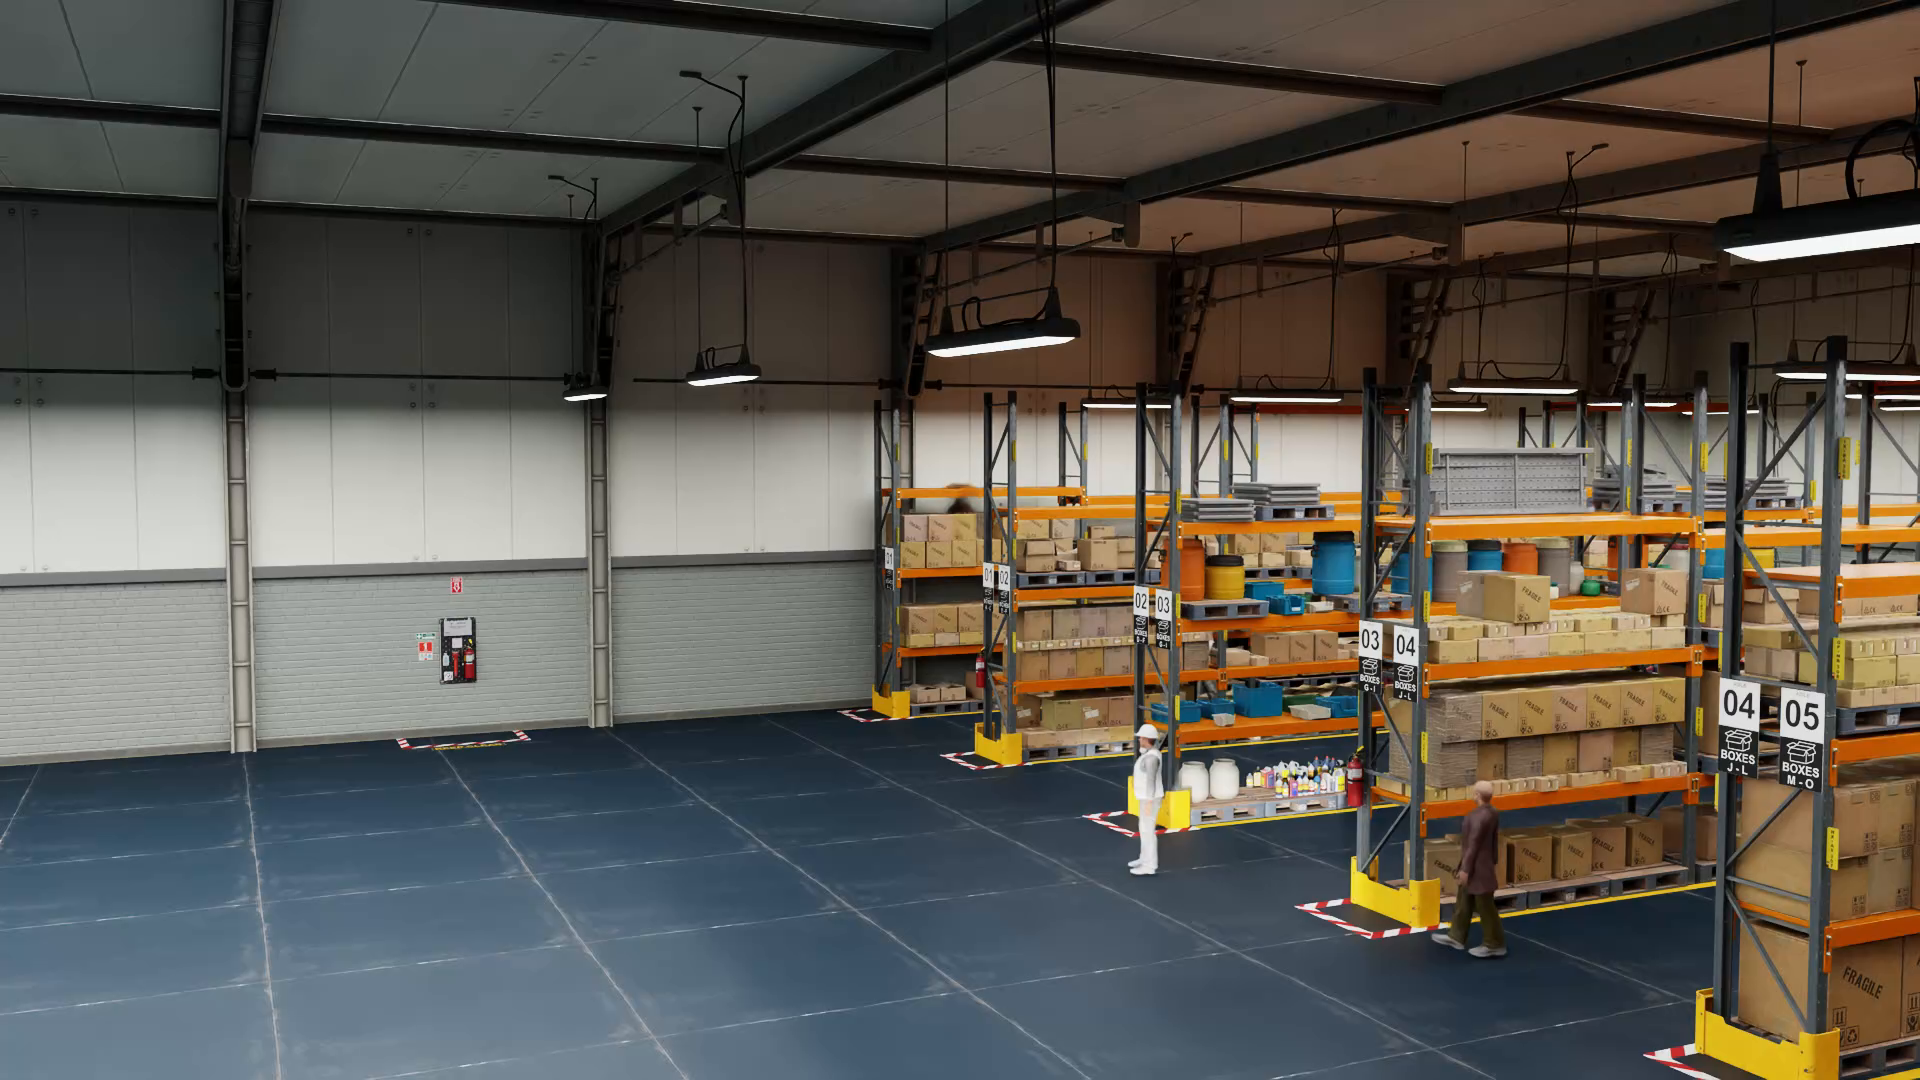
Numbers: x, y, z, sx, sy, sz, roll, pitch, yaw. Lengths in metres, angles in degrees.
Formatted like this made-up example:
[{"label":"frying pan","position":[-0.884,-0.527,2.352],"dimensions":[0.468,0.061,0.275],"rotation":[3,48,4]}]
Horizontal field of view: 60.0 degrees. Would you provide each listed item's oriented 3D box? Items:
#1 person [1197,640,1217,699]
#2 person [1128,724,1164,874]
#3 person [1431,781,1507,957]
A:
[{"label":"person","position":[4.784,2.450,32.779],"dimensions":[0.940,1.623,0.577],"rotation":[-1,4,-21]},{"label":"person","position":[2.245,3.101,20.043],"dimensions":[0.425,1.777,0.579],"rotation":[0,3,6]},{"label":"person","position":[5.157,3.300,16.787],"dimensions":[0.719,1.769,0.581],"rotation":[1,3,13]}]
